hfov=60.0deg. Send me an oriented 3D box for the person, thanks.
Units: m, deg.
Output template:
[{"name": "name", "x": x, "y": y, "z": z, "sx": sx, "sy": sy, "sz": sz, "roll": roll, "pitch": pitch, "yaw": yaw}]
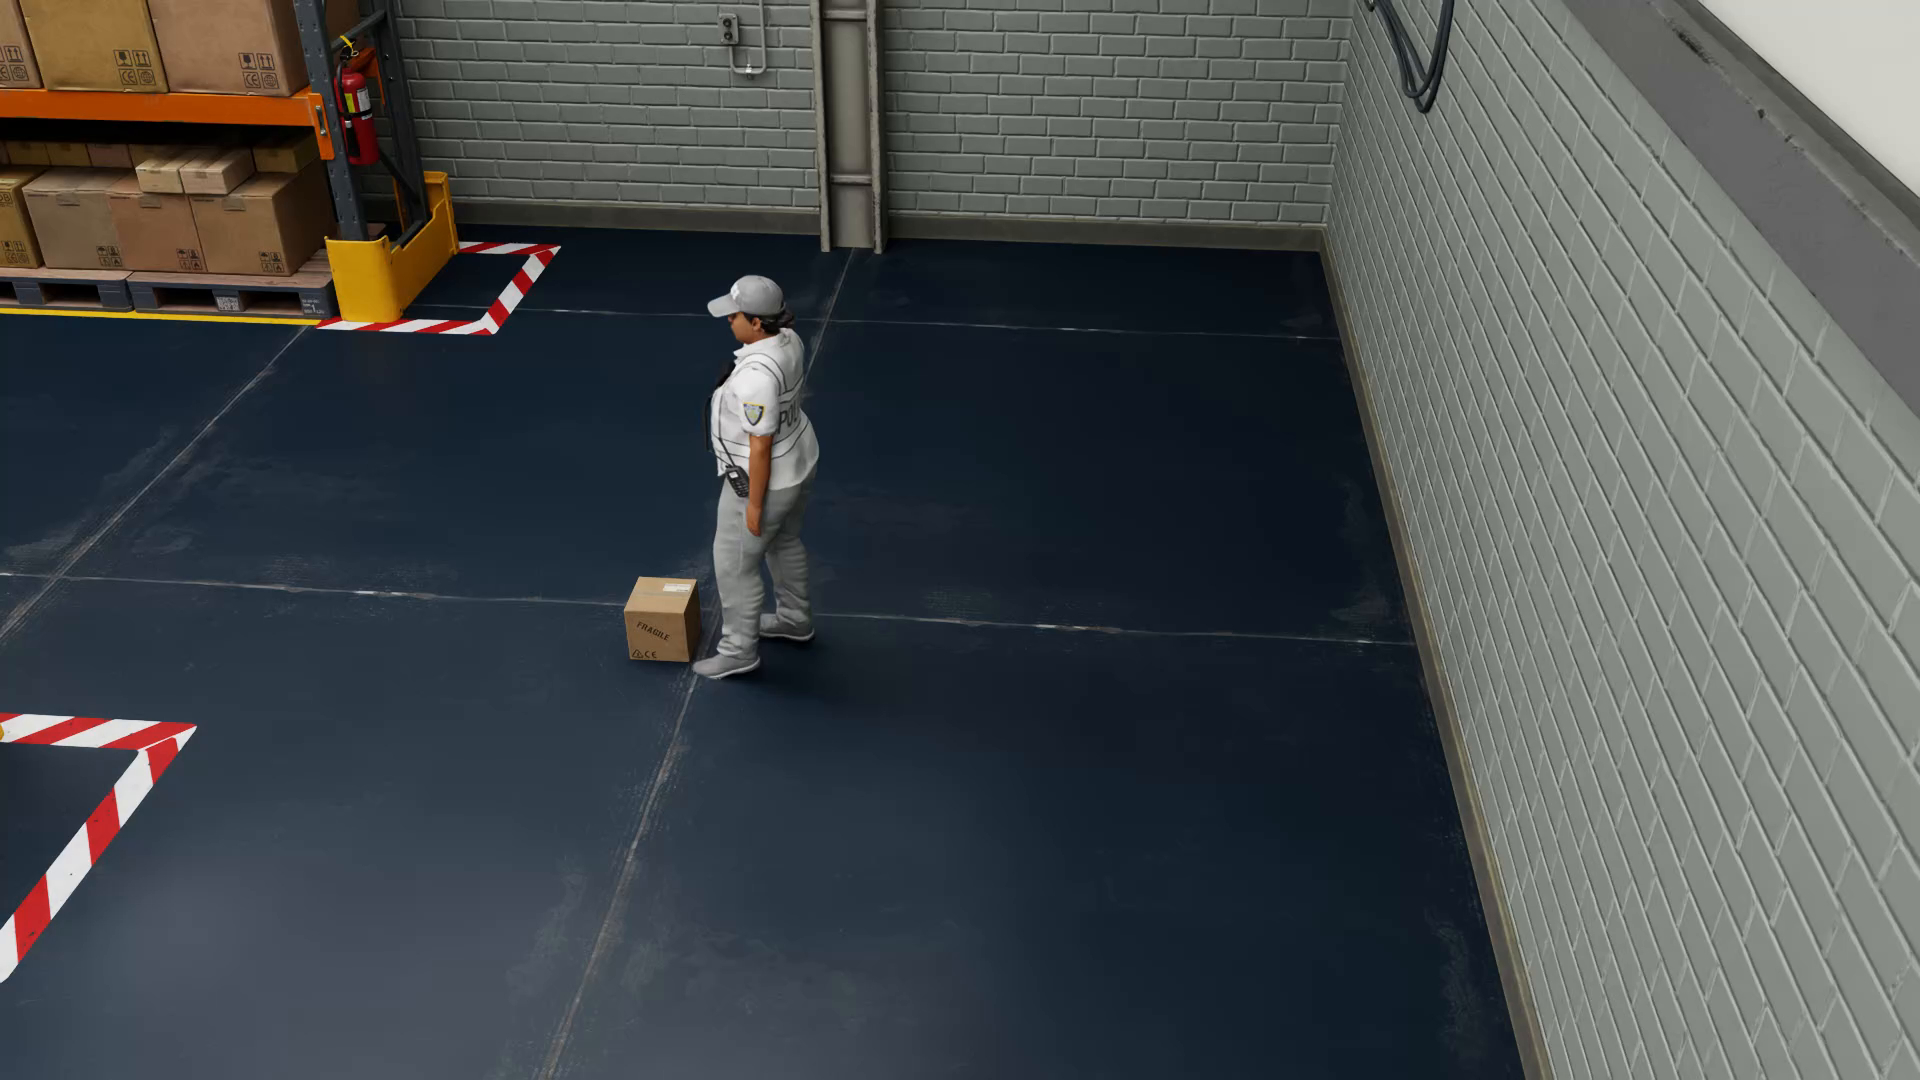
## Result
[{"name": "person", "x": -0.812, "y": -0.246, "z": 6.532, "sx": 0.497, "sy": 1.705, "sz": 0.521, "roll": 8, "pitch": 33, "yaw": 12}]
